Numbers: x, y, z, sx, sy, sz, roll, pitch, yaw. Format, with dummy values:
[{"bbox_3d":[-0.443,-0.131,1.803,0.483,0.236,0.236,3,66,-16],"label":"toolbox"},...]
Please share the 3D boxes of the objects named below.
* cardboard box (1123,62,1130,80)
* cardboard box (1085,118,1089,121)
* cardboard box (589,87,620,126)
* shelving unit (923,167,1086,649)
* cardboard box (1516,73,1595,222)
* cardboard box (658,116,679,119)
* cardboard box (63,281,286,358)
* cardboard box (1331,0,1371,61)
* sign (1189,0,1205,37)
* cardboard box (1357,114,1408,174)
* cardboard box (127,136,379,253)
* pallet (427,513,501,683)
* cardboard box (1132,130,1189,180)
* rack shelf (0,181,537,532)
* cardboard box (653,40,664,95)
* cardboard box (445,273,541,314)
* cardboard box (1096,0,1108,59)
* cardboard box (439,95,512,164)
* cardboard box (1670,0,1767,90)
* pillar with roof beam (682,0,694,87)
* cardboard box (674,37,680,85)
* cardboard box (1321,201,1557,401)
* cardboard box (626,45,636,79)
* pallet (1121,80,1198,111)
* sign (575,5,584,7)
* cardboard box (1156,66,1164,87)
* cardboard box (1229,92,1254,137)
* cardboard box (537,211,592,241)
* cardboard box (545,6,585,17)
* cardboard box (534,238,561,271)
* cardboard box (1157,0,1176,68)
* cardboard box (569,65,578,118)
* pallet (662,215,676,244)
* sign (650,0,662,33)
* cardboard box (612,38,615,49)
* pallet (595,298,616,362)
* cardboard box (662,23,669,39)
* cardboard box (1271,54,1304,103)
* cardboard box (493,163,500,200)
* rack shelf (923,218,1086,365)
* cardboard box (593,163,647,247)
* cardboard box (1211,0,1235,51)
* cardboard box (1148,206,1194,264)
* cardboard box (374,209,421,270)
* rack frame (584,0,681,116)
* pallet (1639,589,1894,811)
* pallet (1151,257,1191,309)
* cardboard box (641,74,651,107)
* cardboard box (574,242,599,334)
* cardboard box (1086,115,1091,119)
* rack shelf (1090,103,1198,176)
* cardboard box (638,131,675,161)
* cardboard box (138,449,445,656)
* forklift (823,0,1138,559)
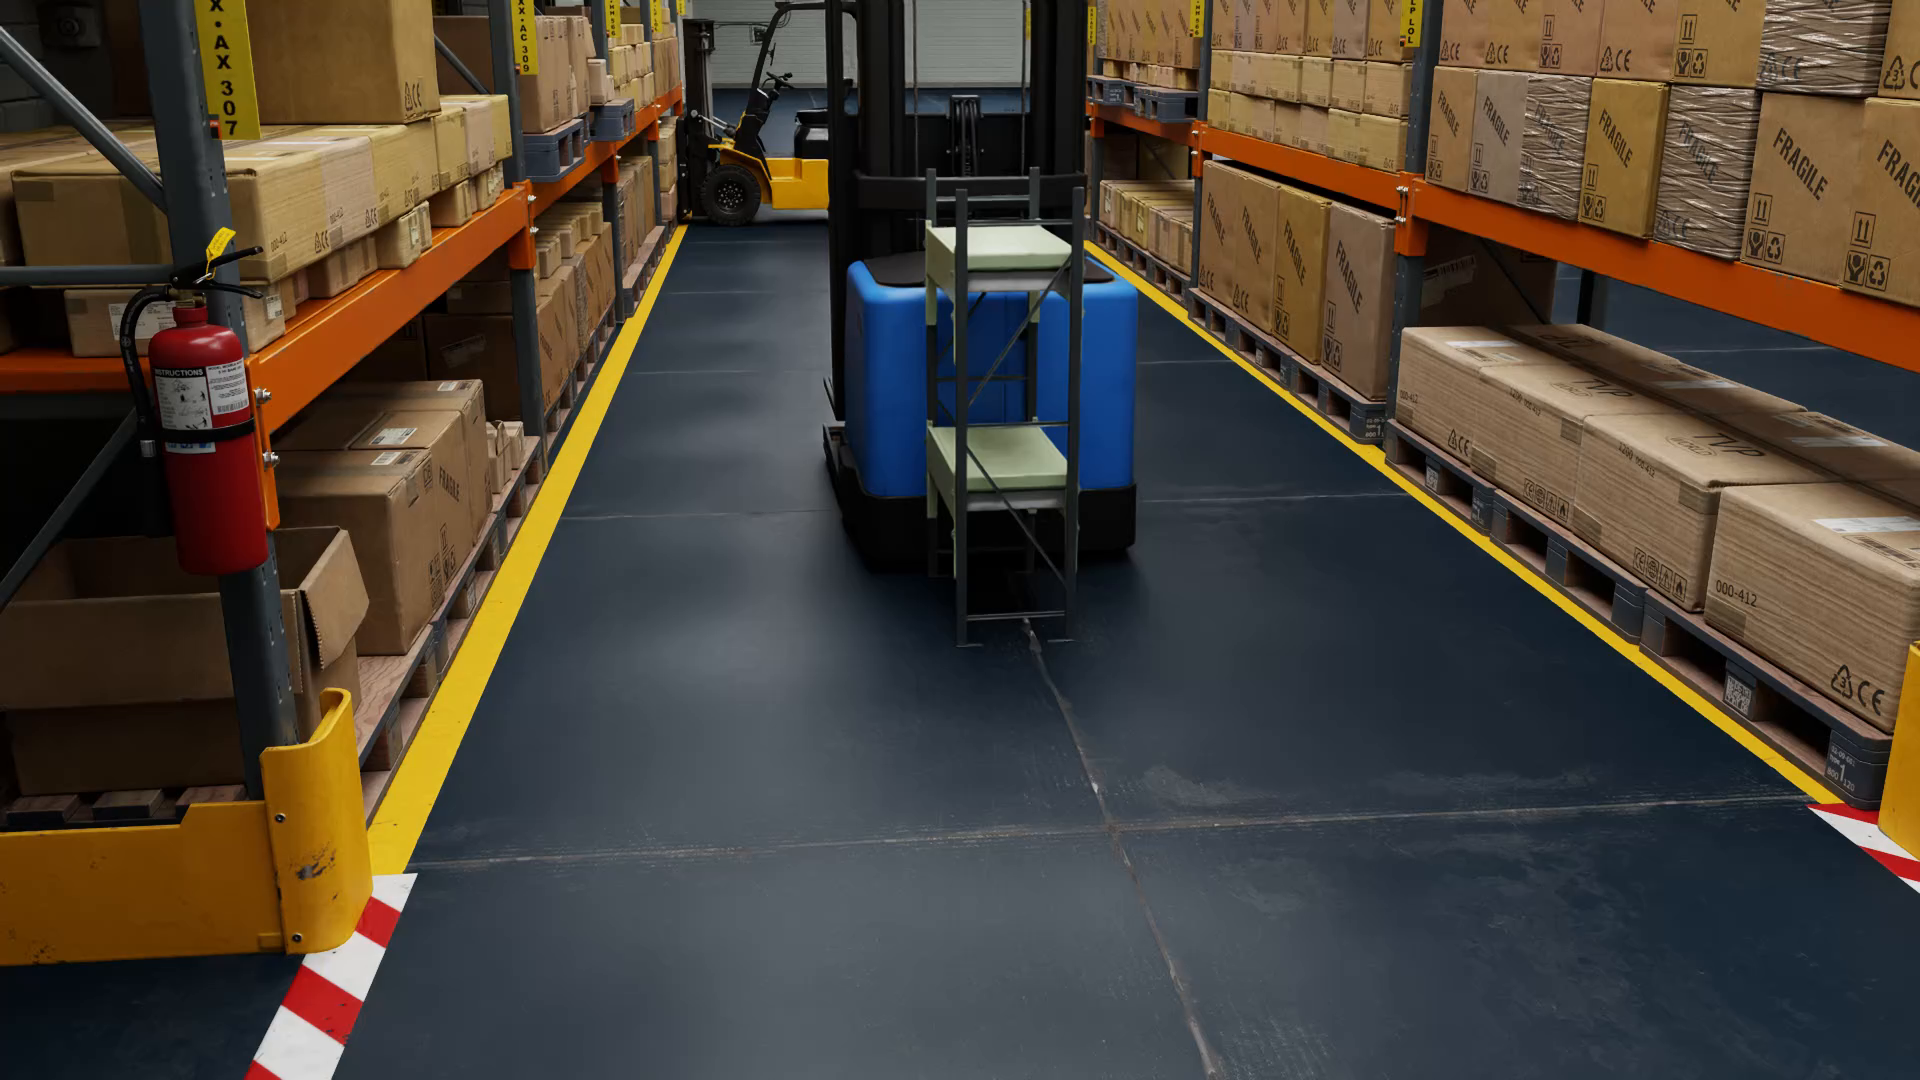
[{"bbox_3d":[1.574,-3.919,13.869,0.380,0.149,0.250,-2,17,-5],"label":"cardboard box"},{"bbox_3d":[1.181,-4.274,17.919,0.500,0.500,0.500,-2,18,-8],"label":"cardboard box"},{"bbox_3d":[-2.602,-2.969,11.377,0.500,0.250,0.500,-2,18,-5],"label":"cardboard box"},{"bbox_3d":[0.133,-0.474,5.681,0.431,1.500,0.755,-2,18,-8],"label":"shelving unit"},{"bbox_3d":[2.430,-1.465,6.169,0.500,0.500,0.500,-2,18,-5],"label":"cardboard box"},{"bbox_3d":[-3.267,-4.522,18.294,0.500,0.250,0.500,-1,17,-4],"label":"cardboard box"},{"bbox_3d":[-1.736,-0.504,3.694,0.380,0.149,0.250,-2,18,-6],"label":"cardboard box"},{"bbox_3d":[2.193,-2.668,8.330,0.500,0.500,0.500,-1,17,-5],"label":"cardboard box"},{"bbox_3d":[1.598,-3.550,11.178,0.100,0.325,0.005,-2,18,-6],"label":"sign"},{"bbox_3d":[2.253,-1.918,8.029,0.500,0.250,0.500,-2,18,-7],"label":"cardboard box"},{"bbox_3d":[-1.806,-0.882,4.231,0.500,0.250,0.500,-2,17,-5],"label":"cardboard box"},{"bbox_3d":[-2.188,0.190,5.719,1.003,0.211,1.213,-2,18,-6],"label":"pallet"},{"bbox_3d":[1.932,-3.678,16.021,0.500,0.500,0.500,-1,17,-3],"label":"cardboard box"},{"bbox_3d":[-2.181,-0.770,5.323,1.077,0.370,4.000,-2,18,-6],"label":"rack shelf"},{"bbox_3d":[-3.069,-4.435,15.630,0.500,0.500,0.500,-1,17,-5],"label":"cardboard box"},{"bbox_3d":[-2.159,-1.142,7.695,0.380,0.149,0.250,-1,17,-3],"label":"cardboard box"},{"bbox_3d":[1.488,-4.489,14.602,0.500,0.500,0.500,-1,17,-4],"label":"cardboard box"},{"bbox_3d":[-2.092,-1.635,6.632,0.500,0.250,0.500,-1,17,-4],"label":"cardboard box"},{"bbox_3d":[2.545,-1.635,5.042,0.500,0.500,0.500,-2,18,-6],"label":"cardboard box"},{"bbox_3d":[-3.262,-16.982,45.747,9.100,9.000,0.400,-2,18,-6],"label":"pillar with roof beam"},{"bbox_3d":[-3.313,-5.194,18.045,0.500,0.500,0.500,-2,18,-7],"label":"cardboard box"},{"bbox_3d":[2.406,-1.233,8.441,0.875,0.875,0.875,-1,17,-4],"label":"cardboard box"},{"bbox_3d":[-2.767,-3.665,12.758,0.500,0.250,0.500,-2,17,-5],"label":"cardboard box"},{"bbox_3d":[1.892,-3.552,13.305,1.003,0.211,1.213,-2,18,-6],"label":"pallet"},{"bbox_3d":[-4.177,-5.720,18.311,0.100,0.325,0.005,-2,18,-6],"label":"sign"},{"bbox_3d":[1.681,-3.453,12.386,0.380,0.149,0.250,-3,18,-8],"label":"cardboard box"},{"bbox_3d":[2.008,-2.678,10.449,0.500,0.250,0.500,-2,18,-7],"label":"cardboard box"},{"bbox_3d":[-2.455,-1.919,10.170,0.380,0.149,0.250,-2,18,-7],"label":"cardboard box"},{"bbox_3d":[-3.546,-4.678,14.822,0.380,0.149,0.250,-2,18,-6],"label":"cardboard box"},{"bbox_3d":[-2.356,-1.529,8.928,0.380,0.149,0.250,-1,17,-4],"label":"cardboard box"},{"bbox_3d":[1.750,-3.726,12.173,0.500,0.500,0.500,-2,18,-7],"label":"cardboard box"},{"bbox_3d":[-2.149,-2.271,8.427,0.396,0.266,0.258,-1,17,-3],"label":"cardboard box"},{"bbox_3d":[-3.253,-3.001,15.882,1.003,0.211,1.213,-2,18,-6],"label":"pallet"},{"bbox_3d":[-2.674,-4.627,14.607,0.100,0.325,0.005,-2,18,-6],"label":"sign"},{"bbox_3d":[-2.568,-3.442,11.382,0.380,0.149,0.250,-1,17,-4],"label":"cardboard box"},{"bbox_3d":[-2.760,-1.347,10.615,1.003,0.211,1.213,-2,18,-6],"label":"pallet"},{"bbox_3d":[-3.154,-5.166,16.873,0.380,0.149,0.250,-2,18,-5],"label":"cardboard box"},{"bbox_3d":[2.074,-2.609,9.397,0.500,0.250,0.500,-1,17,-5],"label":"cardboard box"},{"bbox_3d":[-2.055,-1.425,6.629,0.380,0.149,0.250,-1,17,-4],"label":"cardboard box"},{"bbox_3d":[0.133,-0.846,5.565,0.431,0.370,0.720,-2,18,-8],"label":"rack shelf"},{"bbox_3d":[-3.075,-2.774,13.767,0.875,0.625,0.625,-2,18,-6],"label":"cardboard box"},{"bbox_3d":[1.945,-3.426,10.745,0.500,0.500,0.500,-2,18,-7],"label":"cardboard box"},{"bbox_3d":[2.005,-2.390,12.969,0.950,0.372,0.625,-2,18,-7],"label":"cardboard box"},{"bbox_3d":[-1.819,-0.889,4.922,0.380,0.149,0.250,-2,18,-7],"label":"cardboard box"},{"bbox_3d":[-3.625,-5.284,18.502,1.000,3.000,0.127,-2,18,-6],"label":"rack frame"},{"bbox_3d":[2.802,0.423,4.978,1.003,0.211,1.213,-2,18,-6],"label":"pallet"},{"bbox_3d":[2.058,-1.958,12.561,1.003,0.211,1.213,-2,18,-6],"label":"pallet"},{"bbox_3d":[-2.843,-3.729,13.799,0.500,0.250,0.500,-2,18,-6],"label":"cardboard box"},{"bbox_3d":[-2.444,-1.484,9.869,0.500,0.500,0.500,-1,17,-3],"label":"cardboard box"},{"bbox_3d":[1.654,-4.455,18.496,0.500,0.500,0.500,-2,18,-5],"label":"cardboard box"},{"bbox_3d":[1.931,-3.308,13.407,1.077,0.370,4.000,-2,18,-6],"label":"rack shelf"},{"bbox_3d":[-2.993,-3.765,15.881,0.500,0.250,0.500,-2,18,-6],"label":"cardboard box"},{"bbox_3d":[-1.993,0.034,5.034,0.700,0.500,0.500,-1,17,-3],"label":"cardboard box"},{"bbox_3d":[-0.049,-1.724,7.276,1.130,2.935,3.031,-2,18,-8],"label":"forklift"}]
